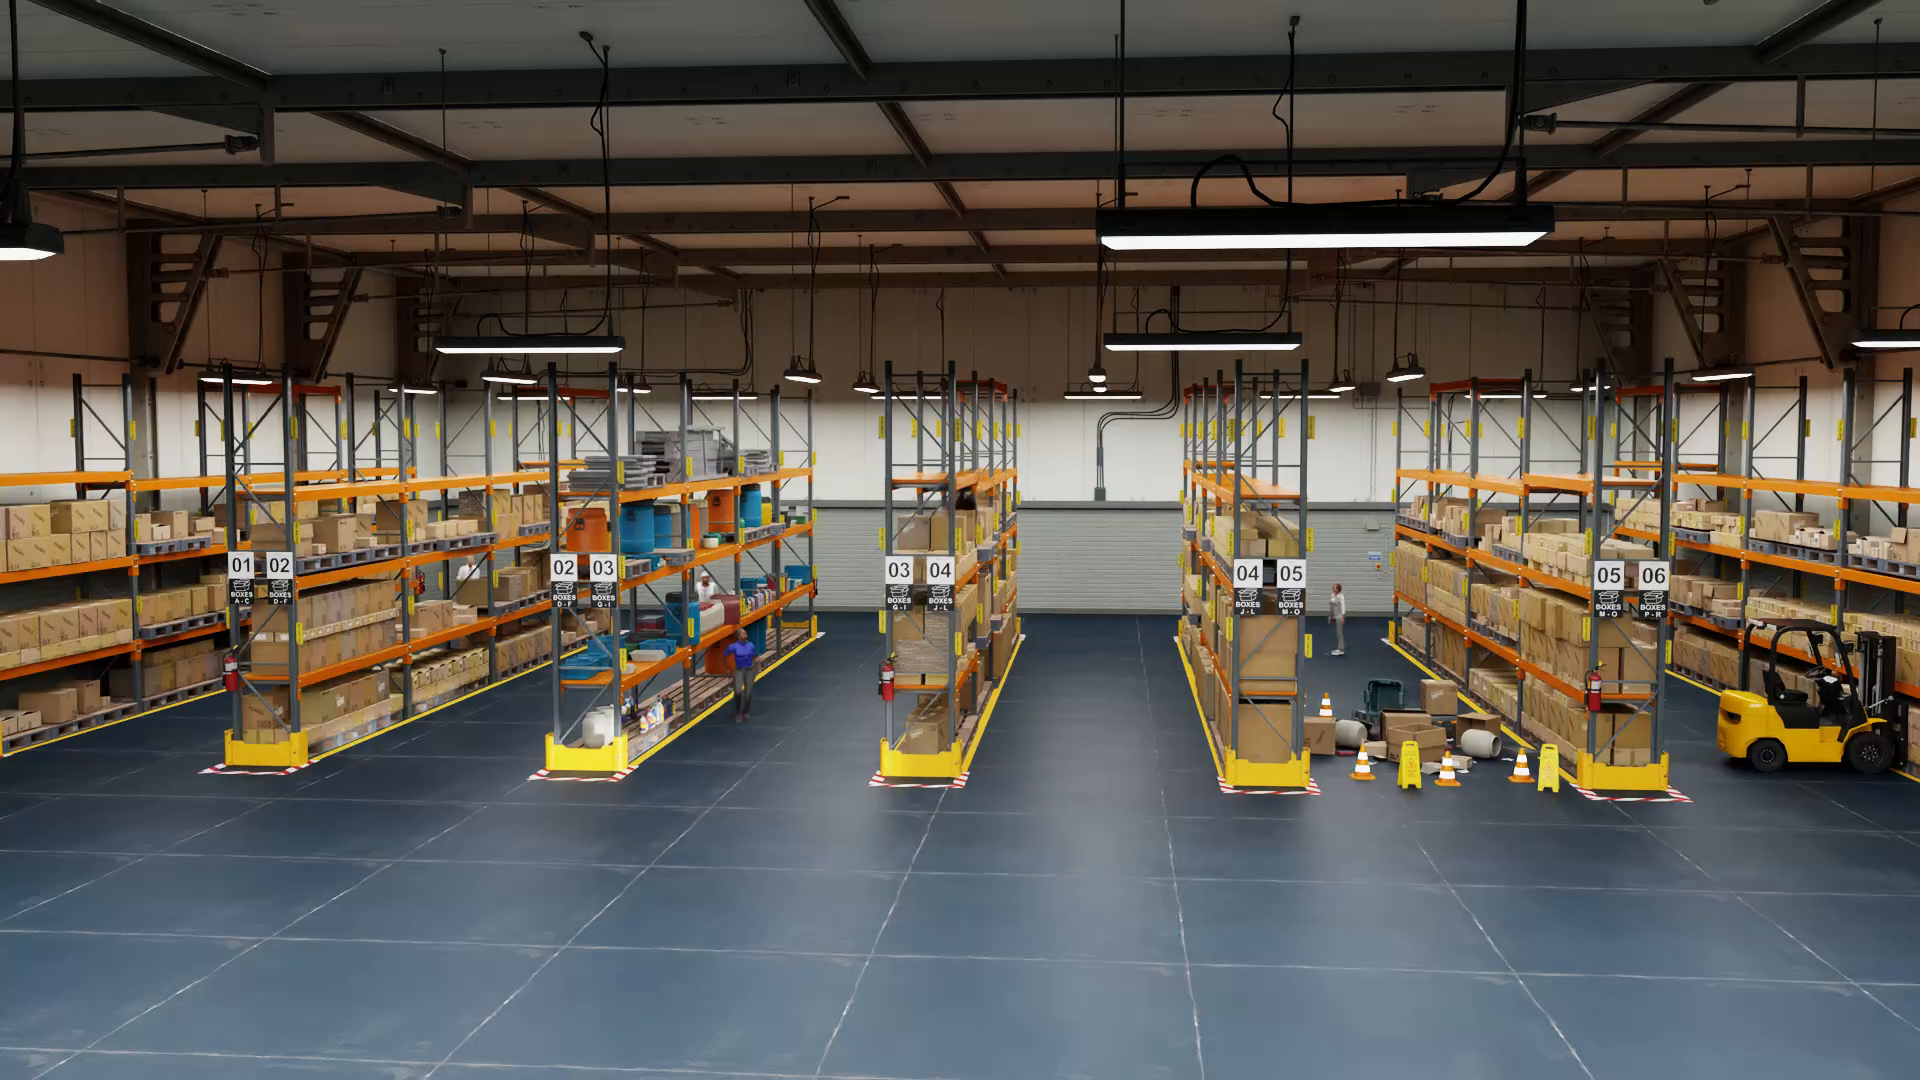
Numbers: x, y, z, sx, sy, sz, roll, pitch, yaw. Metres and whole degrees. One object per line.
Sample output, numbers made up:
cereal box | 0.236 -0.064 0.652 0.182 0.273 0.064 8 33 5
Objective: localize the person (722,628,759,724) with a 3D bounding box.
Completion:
person | -3.771 2.334 28.516 0.626 1.641 0.607 -1 4 -8

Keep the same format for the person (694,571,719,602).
person | -5.931 1.625 38.659 0.713 1.808 0.878 0 4 7

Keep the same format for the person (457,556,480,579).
person | -12.795 1.279 43.324 0.555 1.732 1.131 -1 4 -10

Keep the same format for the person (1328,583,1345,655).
person | 8.420 1.759 37.166 0.337 1.601 0.482 -1 4 -9
